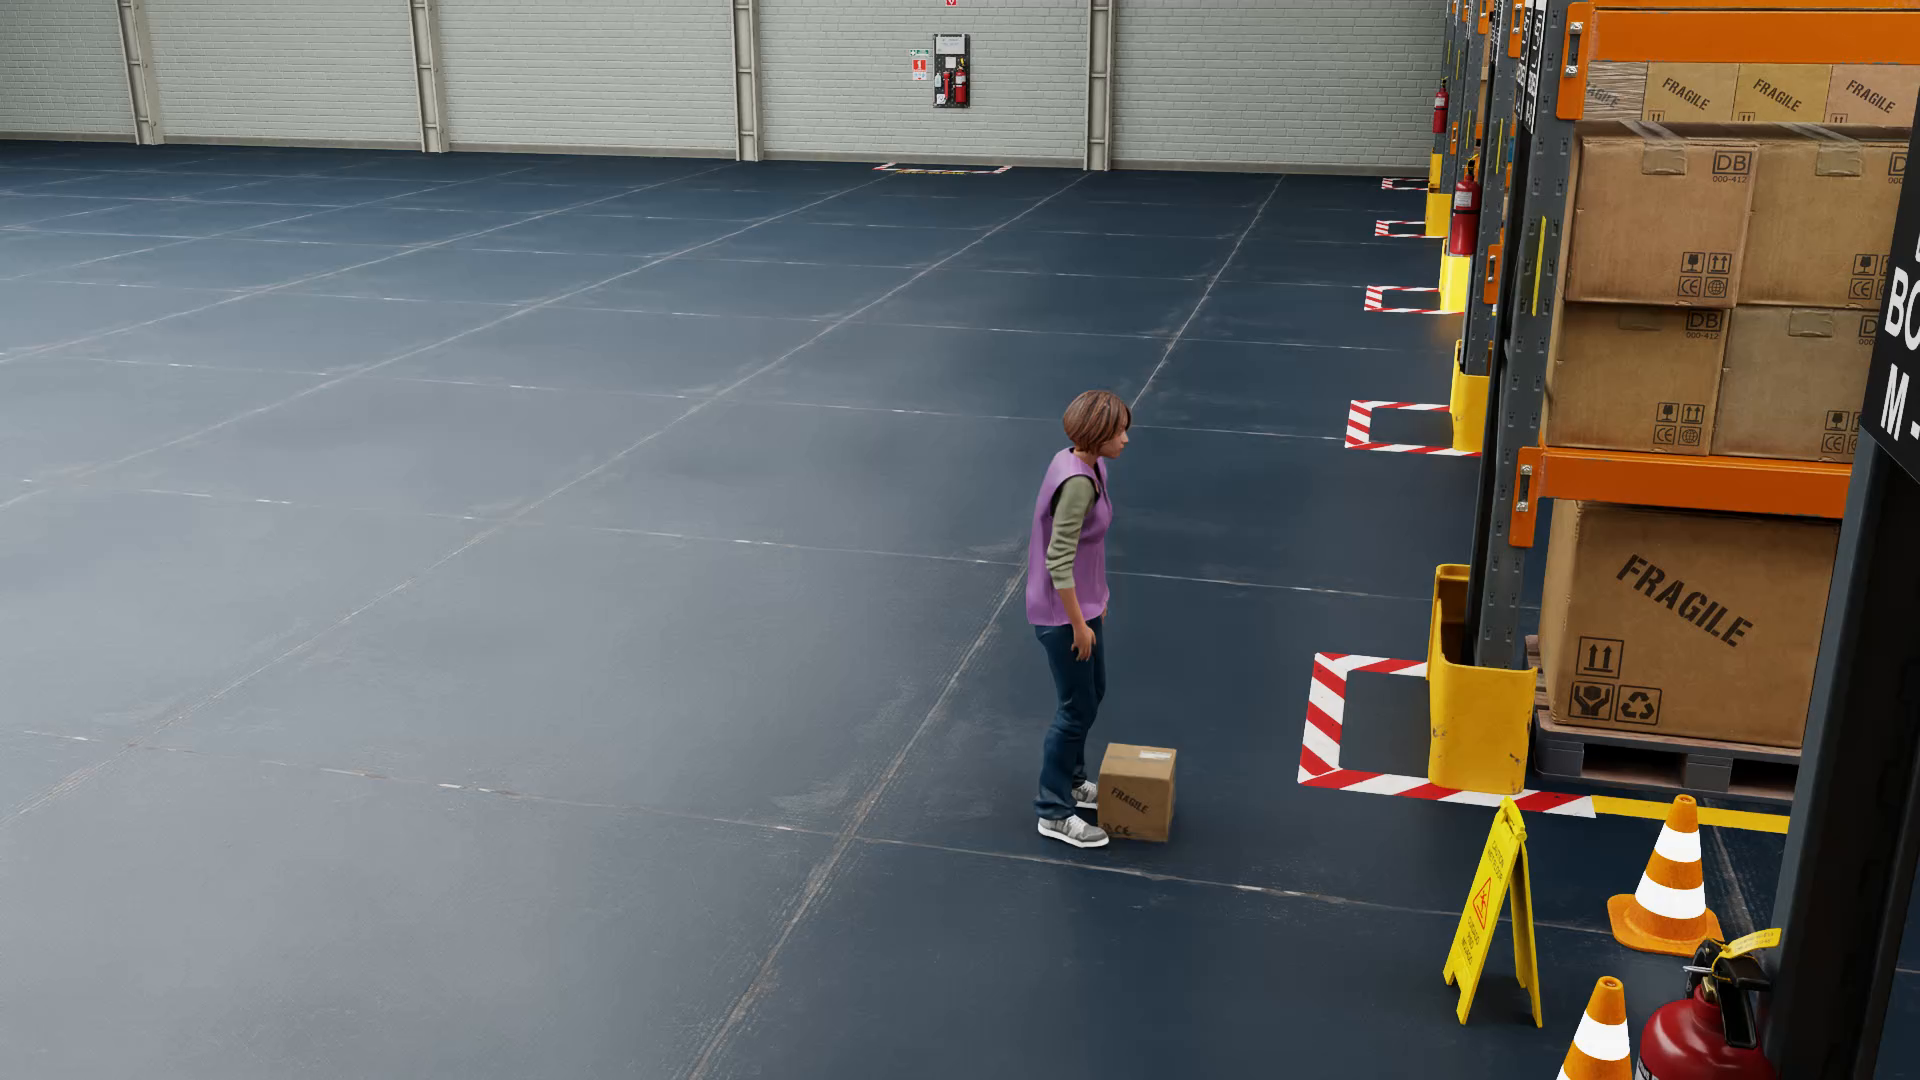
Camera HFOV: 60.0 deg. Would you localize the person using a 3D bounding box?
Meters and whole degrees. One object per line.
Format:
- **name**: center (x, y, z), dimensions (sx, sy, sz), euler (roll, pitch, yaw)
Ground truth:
- **person**: center (0.404, 0.257, 5.813), dimensions (0.341, 1.593, 0.461), euler (4, 19, 12)
